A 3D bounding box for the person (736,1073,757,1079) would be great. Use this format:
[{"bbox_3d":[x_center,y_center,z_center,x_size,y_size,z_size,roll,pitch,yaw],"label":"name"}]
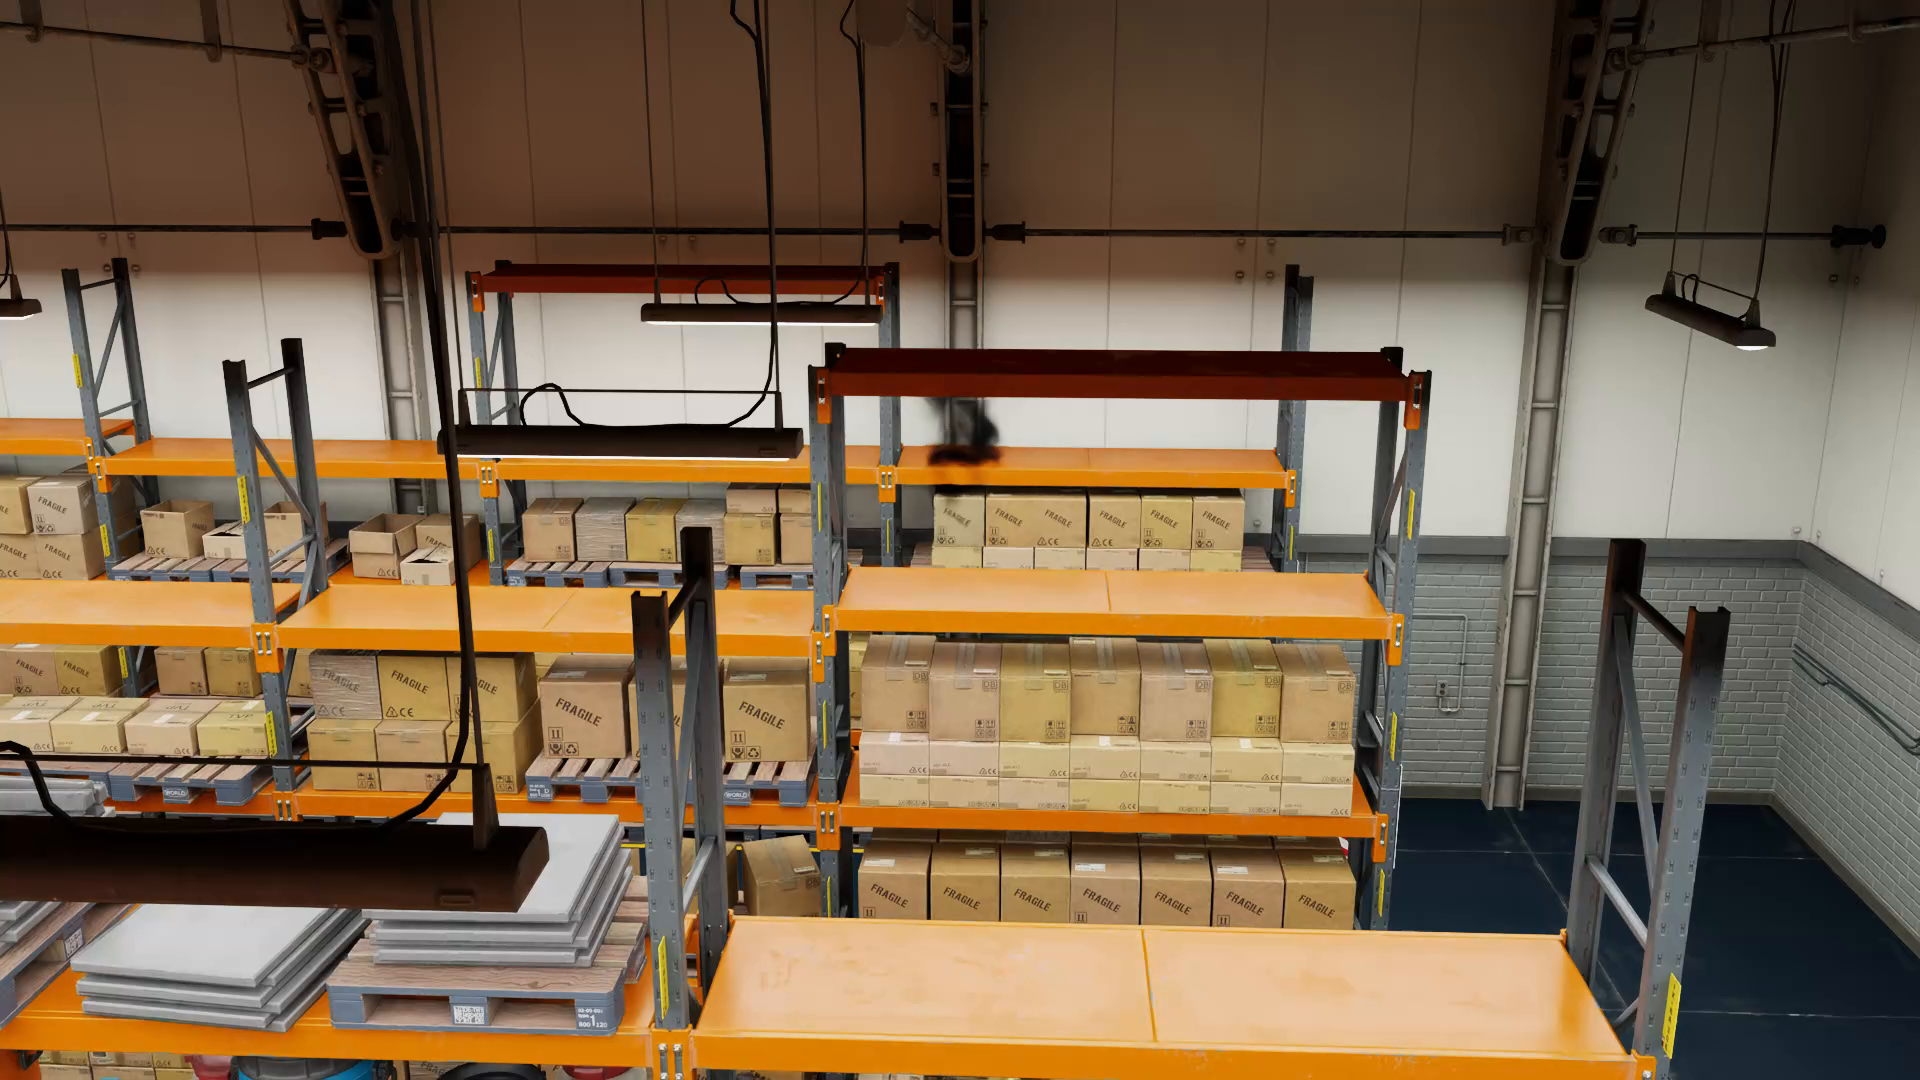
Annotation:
[{"bbox_3d":[-1.318,4.312,11.037,0.759,1.585,0.556,0,16,-1],"label":"person"}]
